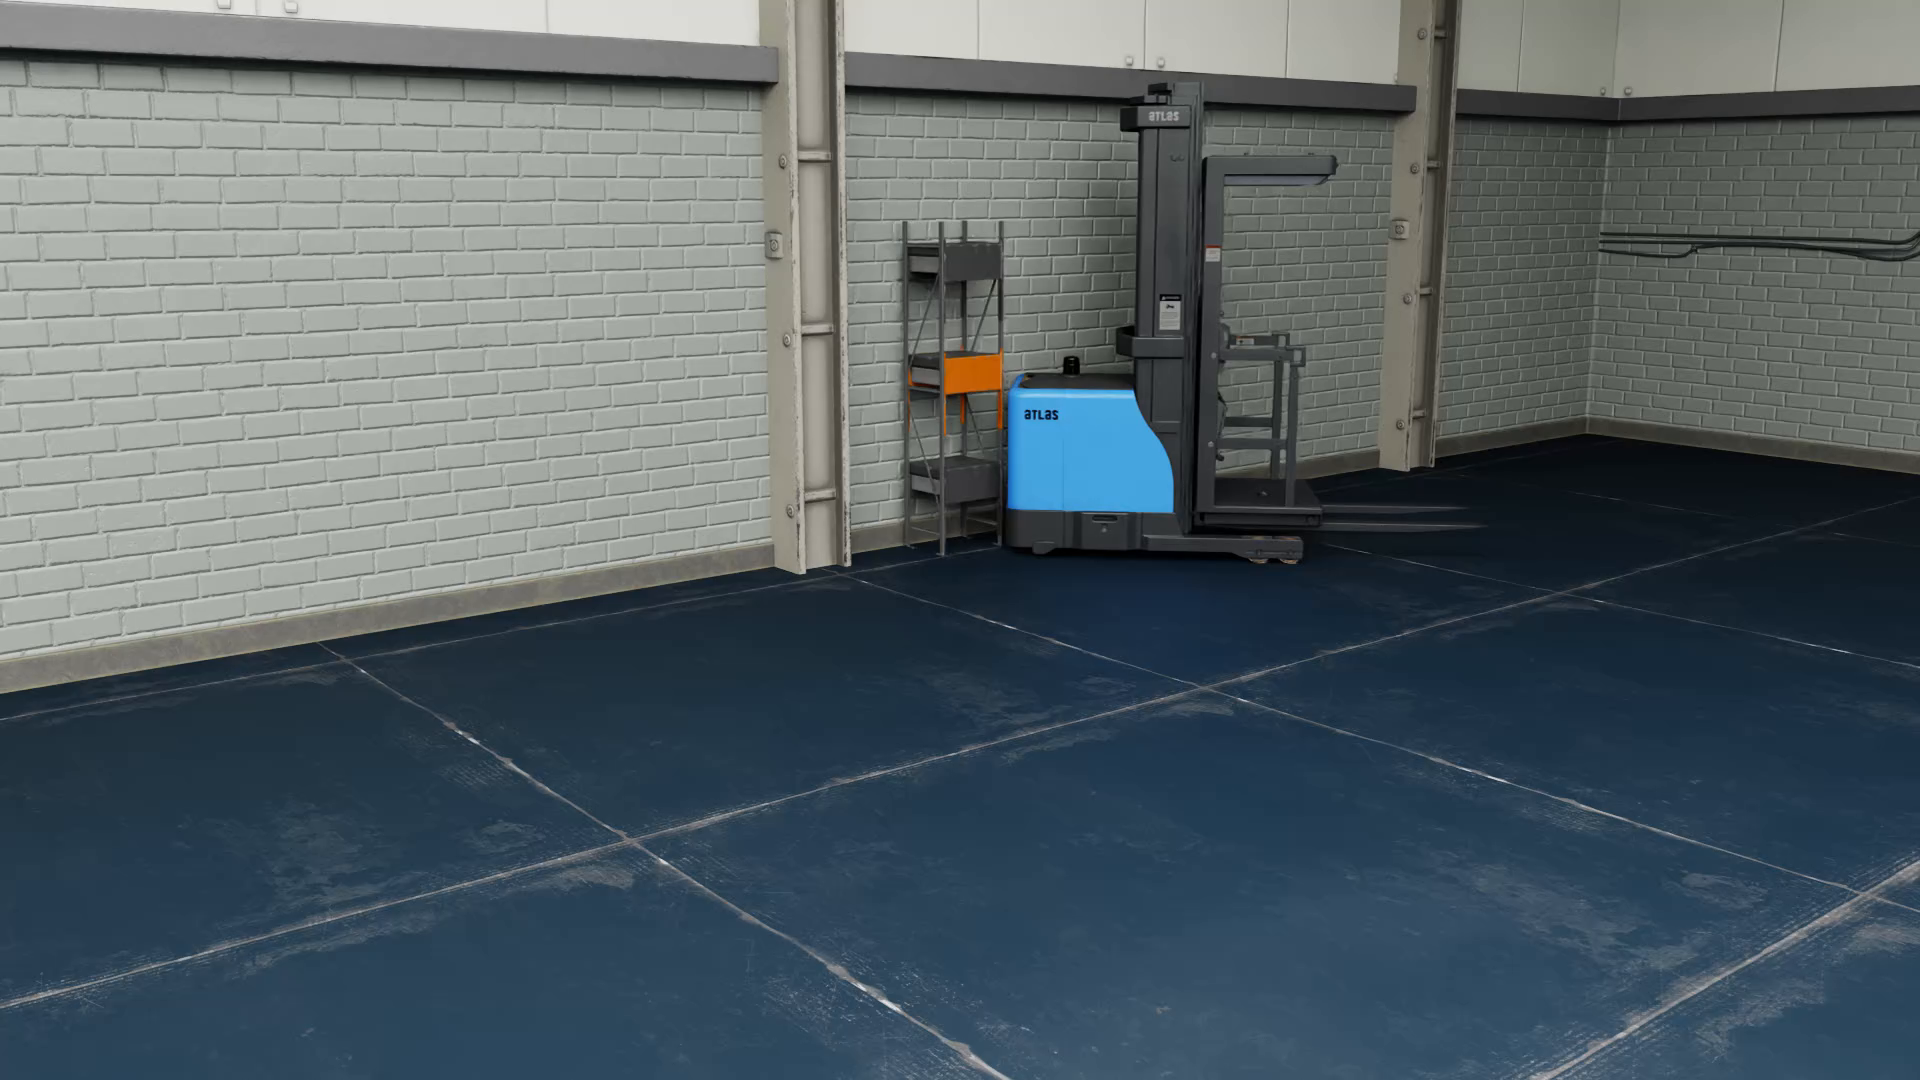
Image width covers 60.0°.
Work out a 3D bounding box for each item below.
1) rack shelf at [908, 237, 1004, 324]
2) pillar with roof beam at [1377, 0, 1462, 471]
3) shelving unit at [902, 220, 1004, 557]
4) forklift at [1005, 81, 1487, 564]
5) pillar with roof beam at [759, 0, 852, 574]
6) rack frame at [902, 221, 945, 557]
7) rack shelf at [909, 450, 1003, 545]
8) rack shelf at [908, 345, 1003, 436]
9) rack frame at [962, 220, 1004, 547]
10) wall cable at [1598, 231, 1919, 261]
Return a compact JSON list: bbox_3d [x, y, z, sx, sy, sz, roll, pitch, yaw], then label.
[{"bbox_3d":[-0.042,-1.656,10.563,0.480,0.518,0.431,-10,15,-39],"label":"rack shelf"},{"bbox_3d":[6.451,-4.323,9.823,0.400,9.000,9.100,-9,15,-38],"label":"pillar with roof beam"},{"bbox_3d":[-0.042,-0.984,10.702,0.503,2.100,0.431,-10,15,-39],"label":"shelving unit"},{"bbox_3d":[1.835,-1.398,10.658,3.031,2.935,1.130,1,12,5],"label":"forklift"},{"bbox_3d":[1.765,-3.544,6.156,0.400,9.000,9.100,-9,15,-38],"label":"pillar with roof beam"},{"bbox_3d":[-0.230,-0.953,10.550,0.015,2.100,0.400,-10,15,-39],"label":"rack frame"},{"bbox_3d":[-0.042,-0.286,10.847,0.480,0.518,0.431,-10,15,-39],"label":"rack shelf"},{"bbox_3d":[-0.042,-0.971,10.705,0.480,0.518,0.431,-10,15,-39],"label":"rack shelf"},{"bbox_3d":[0.146,-1.016,10.854,0.015,2.100,0.400,-10,15,-39],"label":"rack frame"},{"bbox_3d":[6.888,-3.670,14.224,0.112,2.526,3.097,-9,15,-38],"label":"wall cable"}]
